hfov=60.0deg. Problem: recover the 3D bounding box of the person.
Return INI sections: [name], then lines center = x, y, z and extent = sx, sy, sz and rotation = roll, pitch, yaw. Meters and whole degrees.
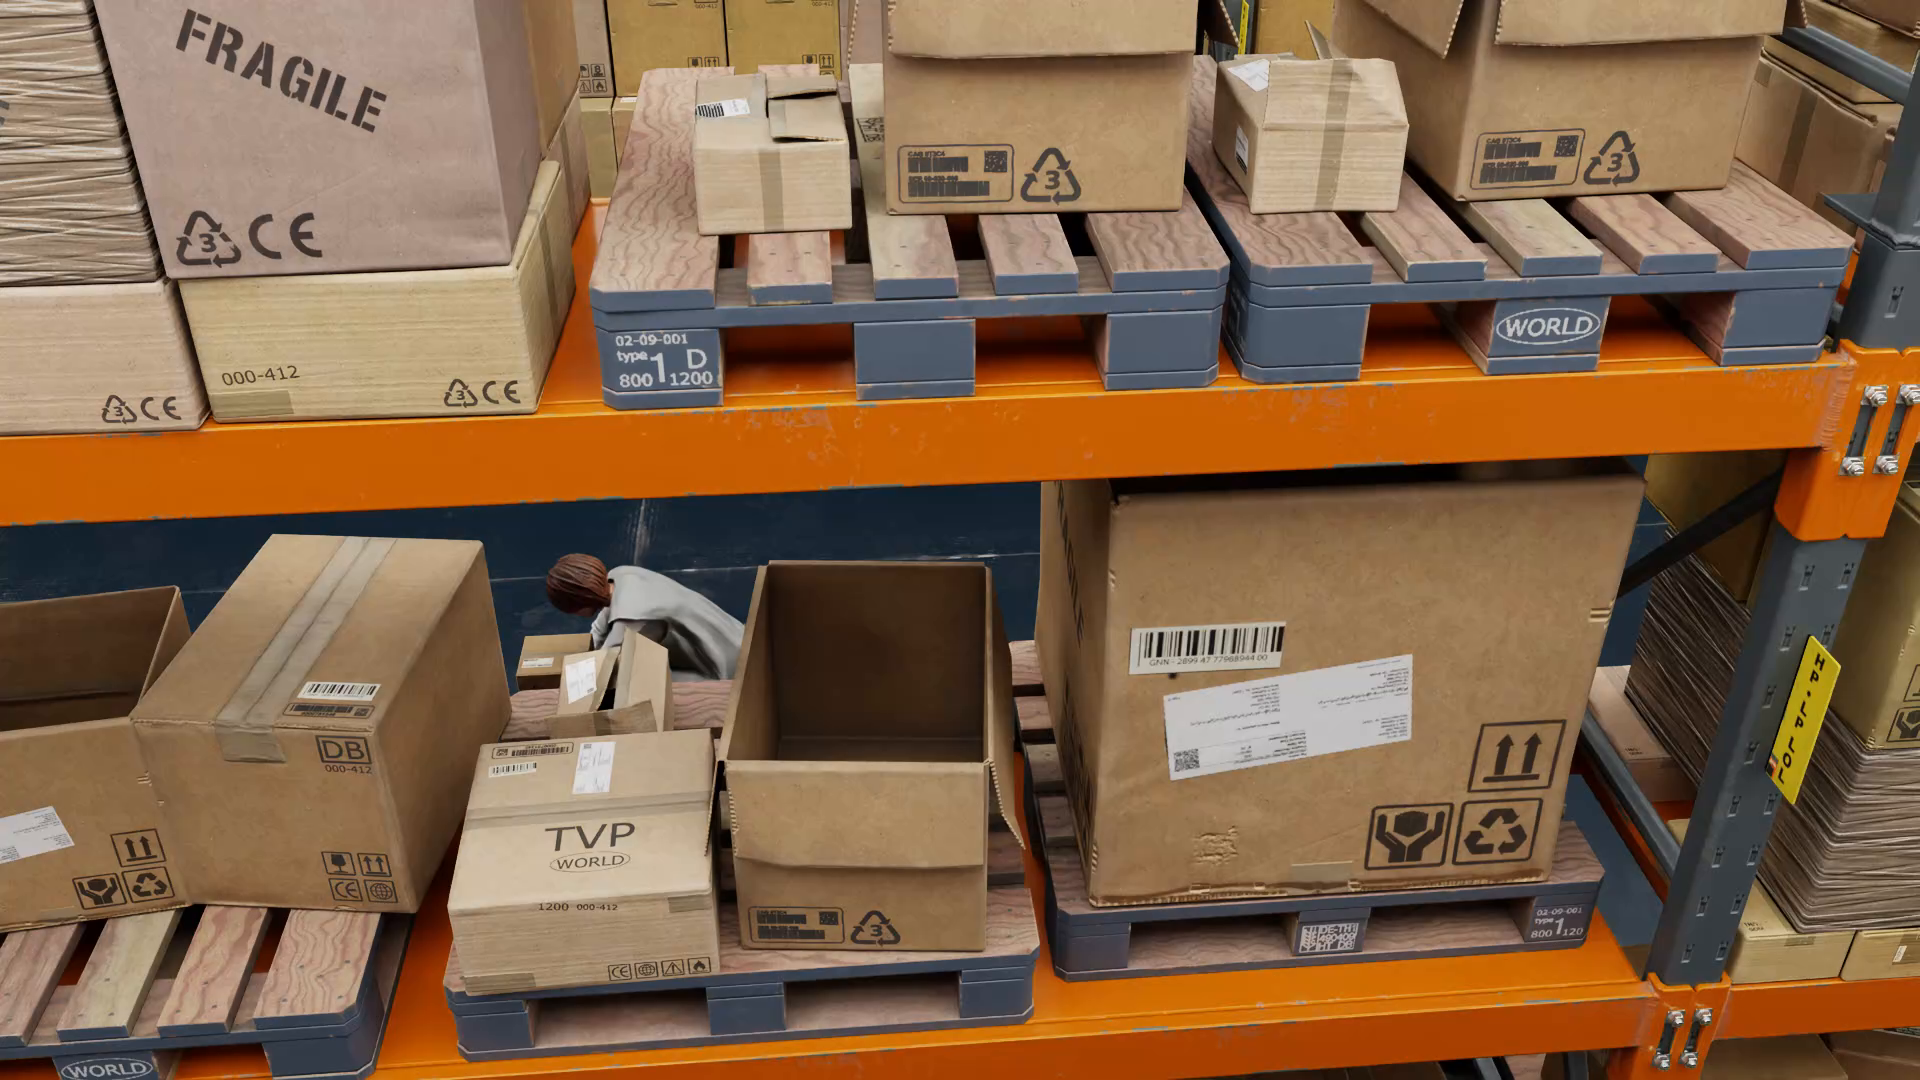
[person]
center = -1.159, 0.389, 6.142
extent = 0.806, 0.809, 0.437
rotation = -3, 32, -4
